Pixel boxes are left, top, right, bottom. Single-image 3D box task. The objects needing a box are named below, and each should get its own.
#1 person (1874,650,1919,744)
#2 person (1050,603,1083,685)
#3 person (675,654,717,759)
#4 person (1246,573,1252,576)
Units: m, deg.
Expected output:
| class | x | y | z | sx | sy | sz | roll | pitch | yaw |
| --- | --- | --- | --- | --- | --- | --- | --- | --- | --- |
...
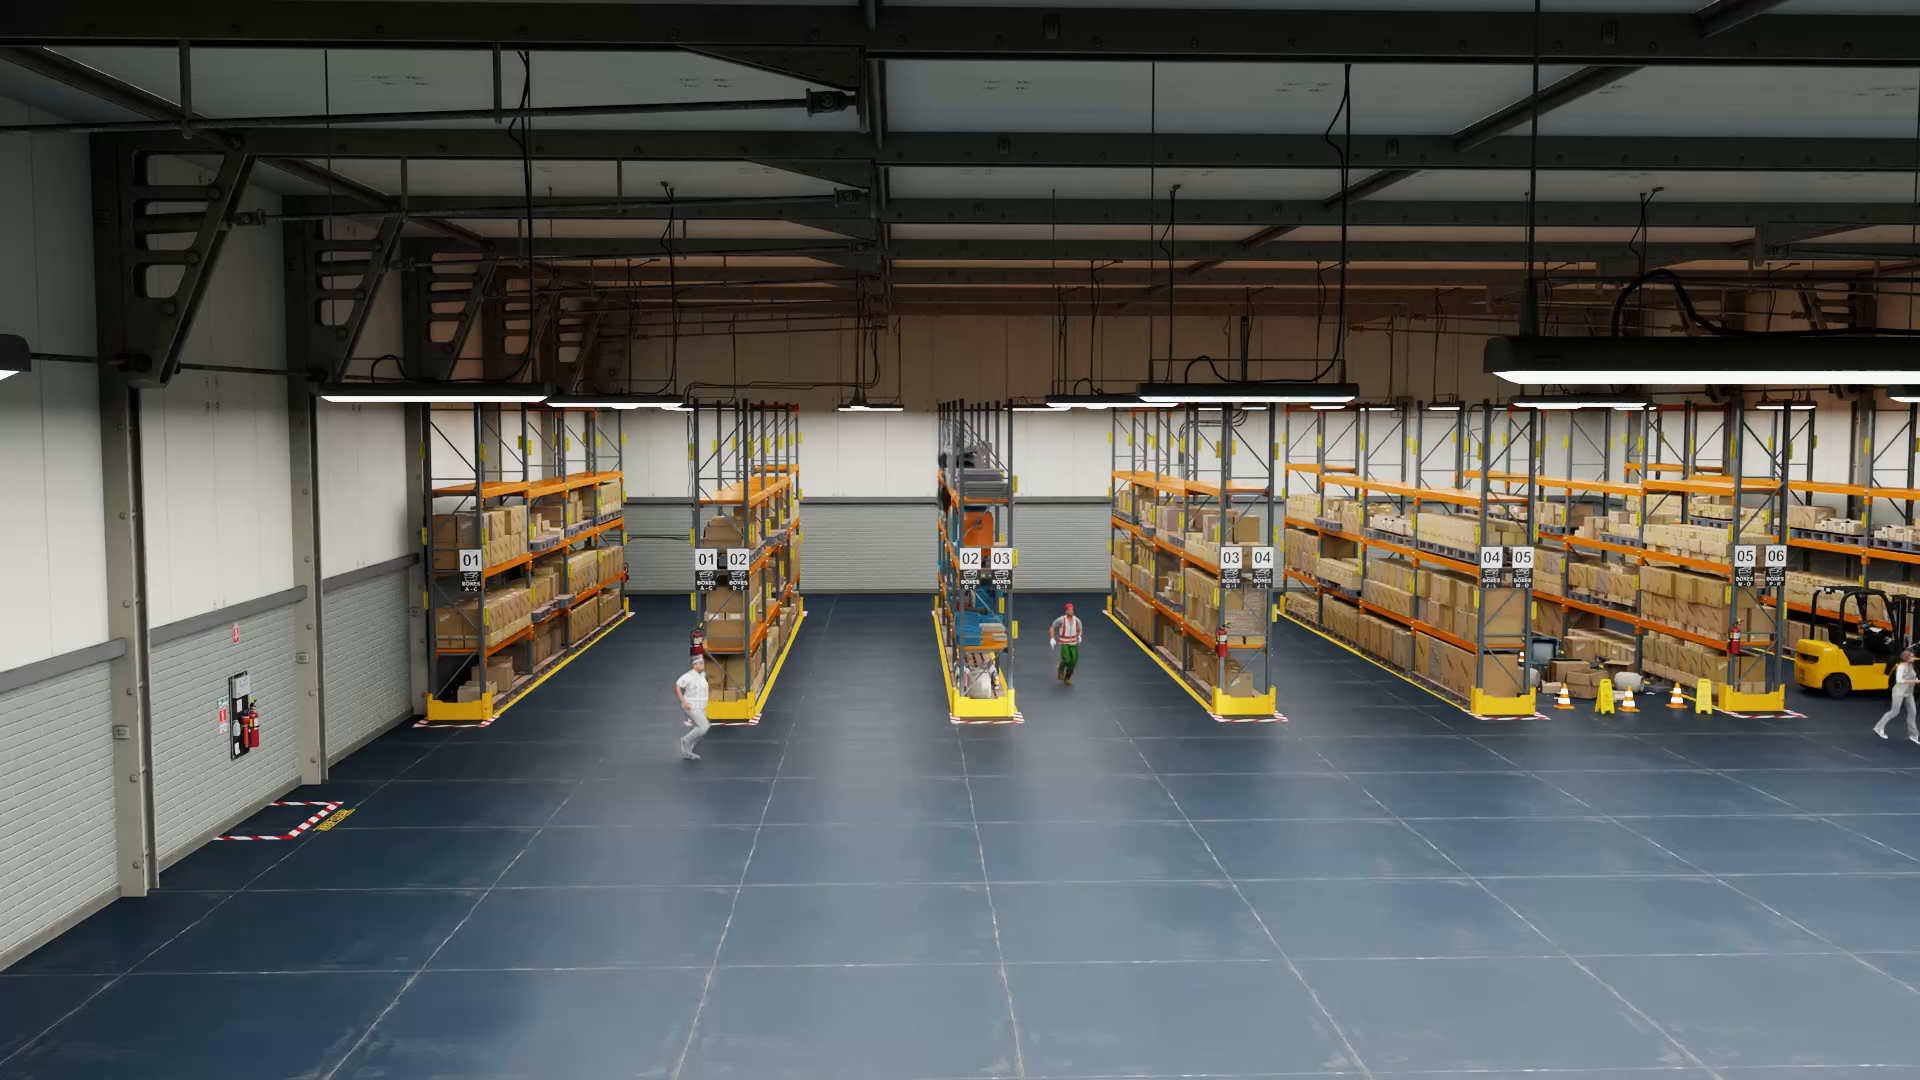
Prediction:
| class | x | y | z | sx | sy | sz | roll | pitch | yaw |
| --- | --- | --- | --- | --- | --- | --- | --- | --- | --- |
| person | 16.337 | 2.701 | 28.859 | 0.557 | 1.611 | 0.822 | -3 | 5 | -30 |
| person | 2.285 | 2.199 | 34.960 | 0.683 | 1.734 | 0.618 | -1 | 5 | -17 |
| person | -4.342 | 2.758 | 27.567 | 0.602 | 1.740 | 0.665 | 1 | 5 | 17 |
| person | 8.052 | 1.321 | 46.570 | 0.665 | 1.731 | 0.924 | 1 | 4 | 8 |
